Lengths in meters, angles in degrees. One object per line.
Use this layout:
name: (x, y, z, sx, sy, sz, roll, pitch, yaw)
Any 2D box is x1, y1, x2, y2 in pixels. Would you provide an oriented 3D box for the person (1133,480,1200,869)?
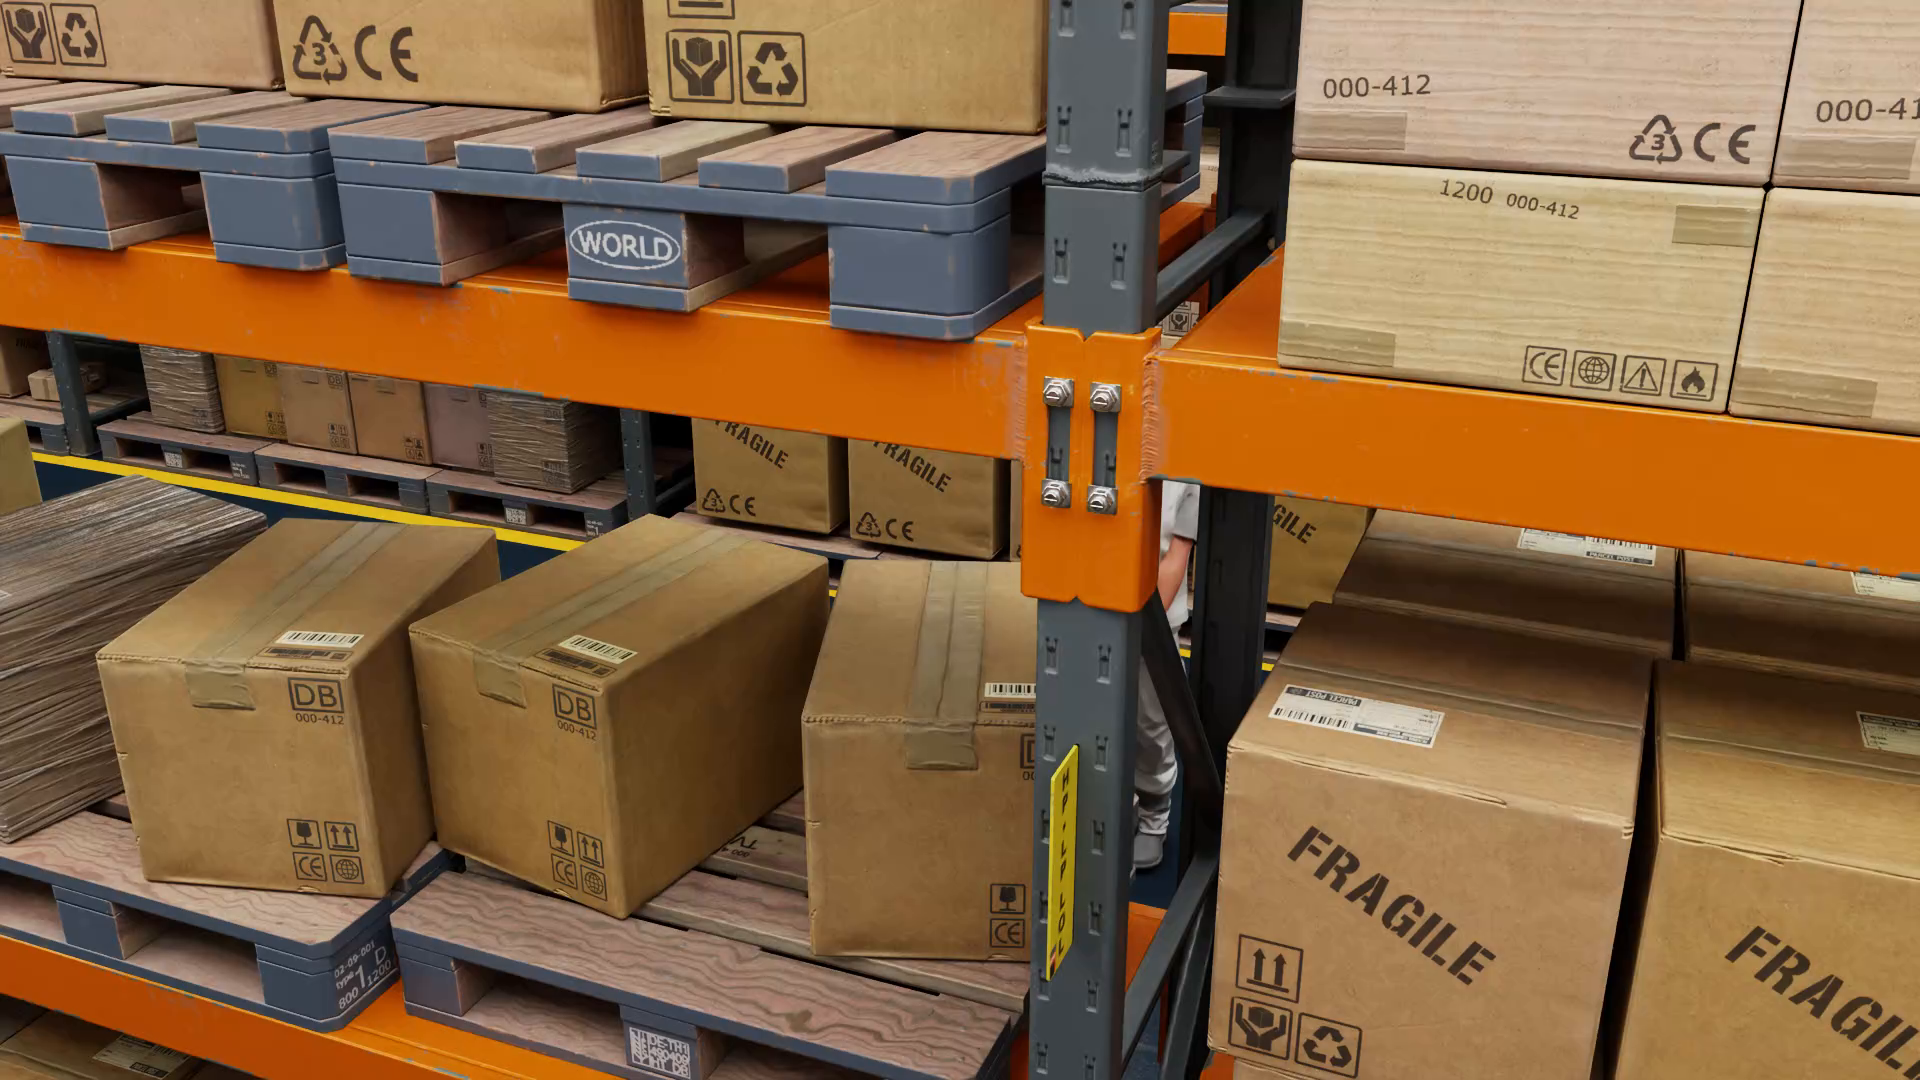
person: (0.567, 0.331, 5.753, 0.493, 1.782, 0.572, 9, 24, 21)
